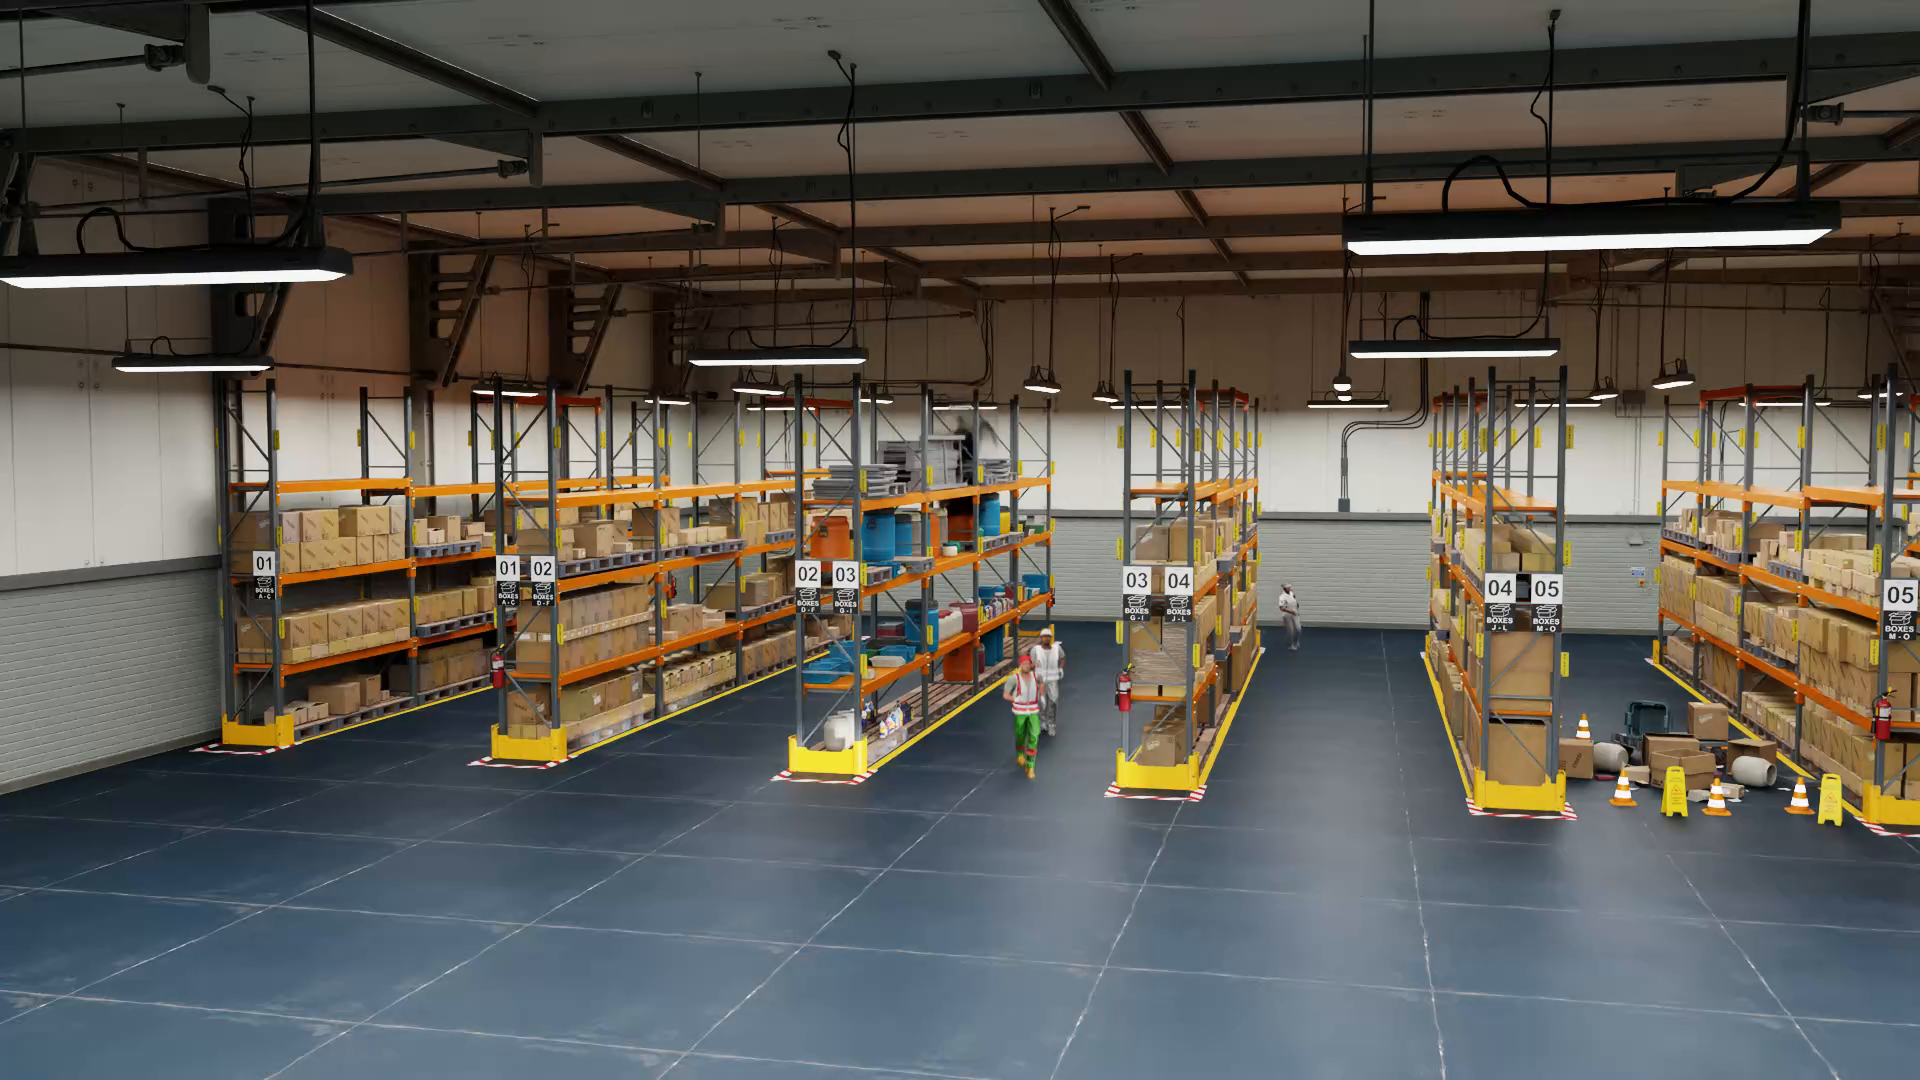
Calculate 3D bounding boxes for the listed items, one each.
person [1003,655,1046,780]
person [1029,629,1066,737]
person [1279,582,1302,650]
[{"bbox_3d":[0.971,2.628,24.917,0.690,1.849,0.912,-1,4,-12],"label":"person"},{"bbox_3d":[1.475,2.421,28.230,0.656,1.828,0.704,0,3,2],"label":"person"},{"bbox_3d":[7.868,1.806,39.539,0.622,1.643,0.551,-1,4,-22],"label":"person"}]
